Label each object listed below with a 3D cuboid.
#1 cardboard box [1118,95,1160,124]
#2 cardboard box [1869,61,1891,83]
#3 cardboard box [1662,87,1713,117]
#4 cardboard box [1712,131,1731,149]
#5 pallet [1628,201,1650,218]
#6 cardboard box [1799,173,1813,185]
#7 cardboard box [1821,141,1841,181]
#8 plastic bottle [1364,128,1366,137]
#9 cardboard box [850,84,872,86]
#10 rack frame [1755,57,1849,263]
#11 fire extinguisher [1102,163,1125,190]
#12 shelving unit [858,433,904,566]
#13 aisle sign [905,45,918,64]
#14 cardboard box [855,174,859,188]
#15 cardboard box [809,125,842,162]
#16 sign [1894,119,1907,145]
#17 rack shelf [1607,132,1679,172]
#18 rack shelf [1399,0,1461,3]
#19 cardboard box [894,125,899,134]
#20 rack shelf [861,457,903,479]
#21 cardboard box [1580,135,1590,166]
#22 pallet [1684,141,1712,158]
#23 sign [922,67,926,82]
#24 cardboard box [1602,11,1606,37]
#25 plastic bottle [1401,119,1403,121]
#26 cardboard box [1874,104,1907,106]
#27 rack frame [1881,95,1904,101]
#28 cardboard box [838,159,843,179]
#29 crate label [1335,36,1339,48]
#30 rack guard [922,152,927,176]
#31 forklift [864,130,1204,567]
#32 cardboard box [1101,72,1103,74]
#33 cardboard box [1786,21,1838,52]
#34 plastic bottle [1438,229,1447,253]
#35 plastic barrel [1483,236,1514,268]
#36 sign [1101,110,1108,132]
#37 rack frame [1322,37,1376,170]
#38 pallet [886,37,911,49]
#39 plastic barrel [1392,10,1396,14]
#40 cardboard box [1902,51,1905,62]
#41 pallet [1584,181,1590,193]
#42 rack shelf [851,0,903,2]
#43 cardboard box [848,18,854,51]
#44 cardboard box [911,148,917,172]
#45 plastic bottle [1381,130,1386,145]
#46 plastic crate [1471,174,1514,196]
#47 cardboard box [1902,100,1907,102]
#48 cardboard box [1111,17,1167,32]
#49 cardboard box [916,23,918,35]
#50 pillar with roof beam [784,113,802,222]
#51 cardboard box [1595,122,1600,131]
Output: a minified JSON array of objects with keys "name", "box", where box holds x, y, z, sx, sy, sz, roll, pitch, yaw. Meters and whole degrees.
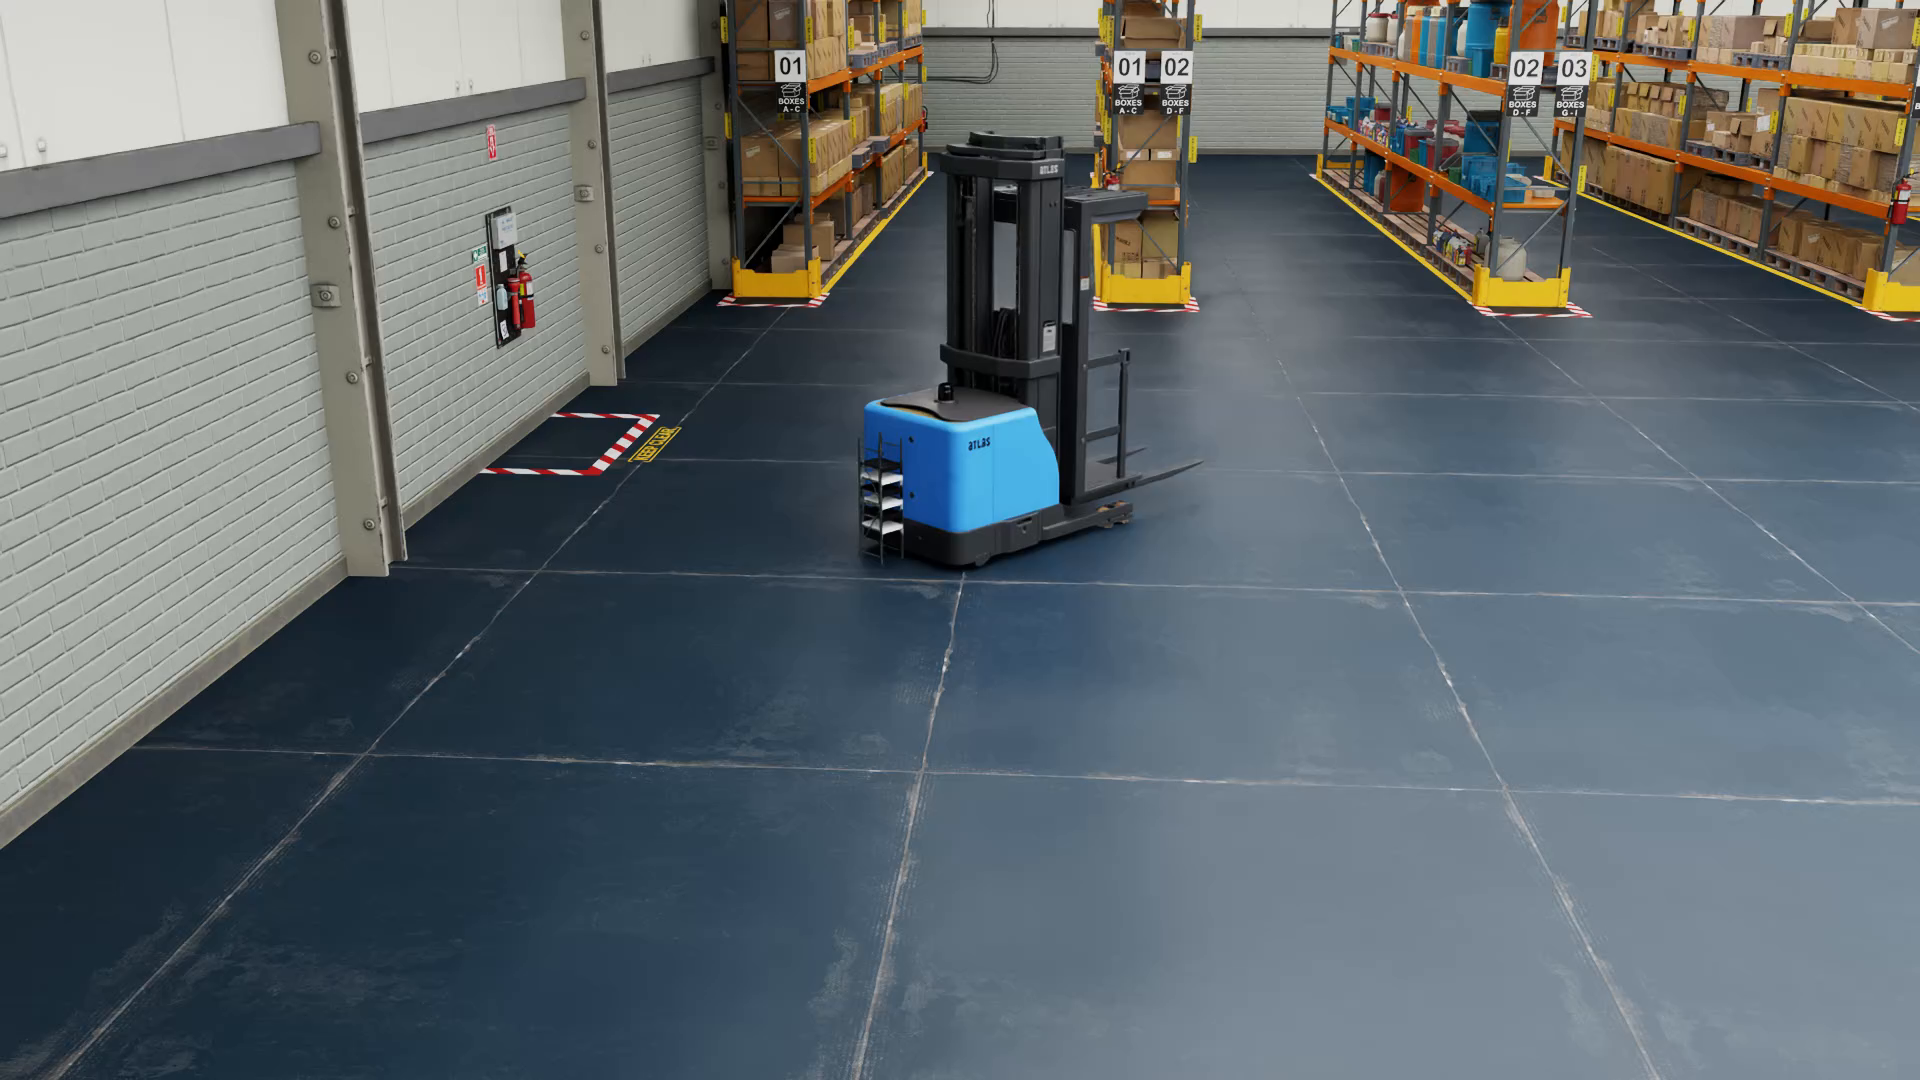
[{"name":"cardboard box","box":[2.718,-6.384,24.843,0.700,0.500,0.500,1,18,4]},{"name":"cardboard box","box":[12.151,-6.058,21.516,0.500,0.250,0.500,1,18,4]},{"name":"cardboard box","box":[13.029,-7.831,29.732,0.797,0.503,0.637,2,18,5]},{"name":"cardboard box","box":[12.561,-6.490,26.980,0.500,0.250,0.500,1,18,2]},{"name":"pallet","box":[13.133,-6.173,30.924,1.003,0.211,1.213,1,18,4]},{"name":"cardboard box","box":[12.220,-5.146,23.713,0.380,0.149,0.250,1,18,4]},{"name":"cardboard box","box":[12.447,-5.219,22.896,0.875,0.500,0.500,1,18,4]},{"name":"plastic bottle","box":[7.768,-7.791,31.702,0.097,0.201,0.097,0,18,0]},{"name":"cardboard box","box":[-1.948,-8.707,32.302,0.500,0.250,0.500,1,18,5]},{"name":"rack frame","box":[12.624,-5.635,24.803,1.000,3.000,0.127,1,18,4]},{"name":"fire extinguisher","box":[1.985,-4.552,21.622,0.296,0.674,0.183,1,18,4]},{"name":"shelving unit","box":[-0.564,-0.290,11.863,0.210,0.900,0.258,-17,25,-42]},{"name":"aisle sign","box":[-1.033,-10.945,36.833,0.394,0.787,0.004,1,18,4]},{"name":"cardboard box","box":[-2.014,-6.186,28.589,0.500,0.250,0.500,2,18,5]},{"name":"cardboard box","box":[-2.000,-5.796,24.300,0.500,0.500,0.500,1,18,2]},{"name":"sign","box":[11.785,-5.112,20.839,0.100,0.325,0.005,1,18,4]},{"name":"rack shelf","box":[13.054,-7.157,30.603,1.077,0.370,4.000,1,18,4]},{"name":"rack shelf","box":[7.827,-8.686,26.277,1.077,0.370,4.000,1,18,4]},{"name":"cardboard box","box":[-1.384,-7.989,32.357,0.380,0.149,0.250,1,18,4]},{"name":"rack shelf","box":[-0.564,-0.515,11.789,0.200,0.077,0.258,-17,25,-42]},{"name":"cardboard box","box":[13.453,-8.069,34.968,0.875,0.875,0.875,1,18,4]},{"name":"pallet","box":[12.966,-6.563,27.942,1.213,0.211,1.003,1,18,4]},{"name":"sign","box":[-0.797,-10.340,36.923,0.100,0.325,0.005,1,18,4]},{"name":"cardboard box","box":[13.416,-10.410,33.564,0.700,0.500,0.500,2,18,6]},{"name":"plastic bottle","box":[8.552,-8.042,32.347,0.152,0.276,0.135,1,18,4]},{"name":"cardboard box","box":[12.756,-5.687,22.719,0.500,0.500,0.500,1,18,4]},{"name":"rack frame","box":[18.138,-7.978,31.953,1.000,3.000,0.127,1,18,4]},{"name":"cardboard box","box":[-1.994,-5.440,24.417,0.500,0.250,0.500,1,18,4]},{"name":"crate label","box":[8.156,-10.548,35.219,0.408,0.251,0.502,1,18,4]},{"name":"rack guard","box":[-1.336,-8.513,37.602,1.175,0.500,0.348,1,18,4]},{"name":"forklift","box":[0.695,-1.578,12.533,3.031,2.935,1.130,-17,25,-42]},{"name":"cardboard box","box":[3.238,-9.657,35.312,0.500,0.500,0.500,2,18,5]},{"name":"cardboard box","box":[12.757,-7.453,24.694,0.797,0.503,0.637,0,18,1]},{"name":"plastic bottle","box":[7.212,-4.455,24.748,0.144,0.351,0.185,2,18,5]},{"name":"plastic barrel","box":[7.404,-3.883,22.776,0.421,0.512,0.421,0,18,0]},{"name":"sign","box":[2.202,-6.379,25.342,0.100,0.325,0.005,1,18,4]},{"name":"rack frame","box":[8.544,-9.473,36.515,1.000,3.000,0.127,1,18,4]},{"name":"pallet","box":[-1.555,-10.089,33.720,1.003,0.211,1.213,1,18,4]},{"name":"plastic barrel","box":[8.394,-9.657,31.283,0.600,0.588,0.600,0,18,0]},{"name":"cardboard box","box":[12.182,-6.108,21.030,0.380,0.149,0.250,1,18,2]},{"name":"pallet","box":[13.415,-7.409,34.695,1.003,0.211,1.213,1,18,4]},{"name":"rack shelf","box":[-1.767,-10.149,30.743,1.077,0.370,4.000,1,18,4]},{"name":"cardboard box","box":[-1.990,-8.190,26.950,0.500,0.500,0.500,1,18,2]},{"name":"cardboard box","box":[-1.324,-8.331,36.369,0.700,0.500,0.500,1,18,4]},{"name":"plastic bottle","box":[7.631,-7.230,29.876,0.097,0.271,0.097,0,18,0]},{"name":"plastic crate","box":[7.187,-4.796,22.483,0.499,0.251,0.408,1,18,4]},{"name":"cardboard box","box":[18.424,-8.315,32.343,0.500,0.500,0.500,1,18,3]},{"name":"cardboard box","box":[2.500,-7.089,23.359,0.797,0.503,0.637,3,18,10]},{"name":"cardboard box","box":[-1.161,-10.900,35.460,0.500,0.250,0.500,1,18,2]},{"name":"pillar with roof beam","box":[1.427,-9.580,27.207,9.100,9.000,0.400,1,18,4]},{"name":"cardboard box","box":[12.930,-8.262,33.224,0.380,0.149,0.250,1,18,3]}]
